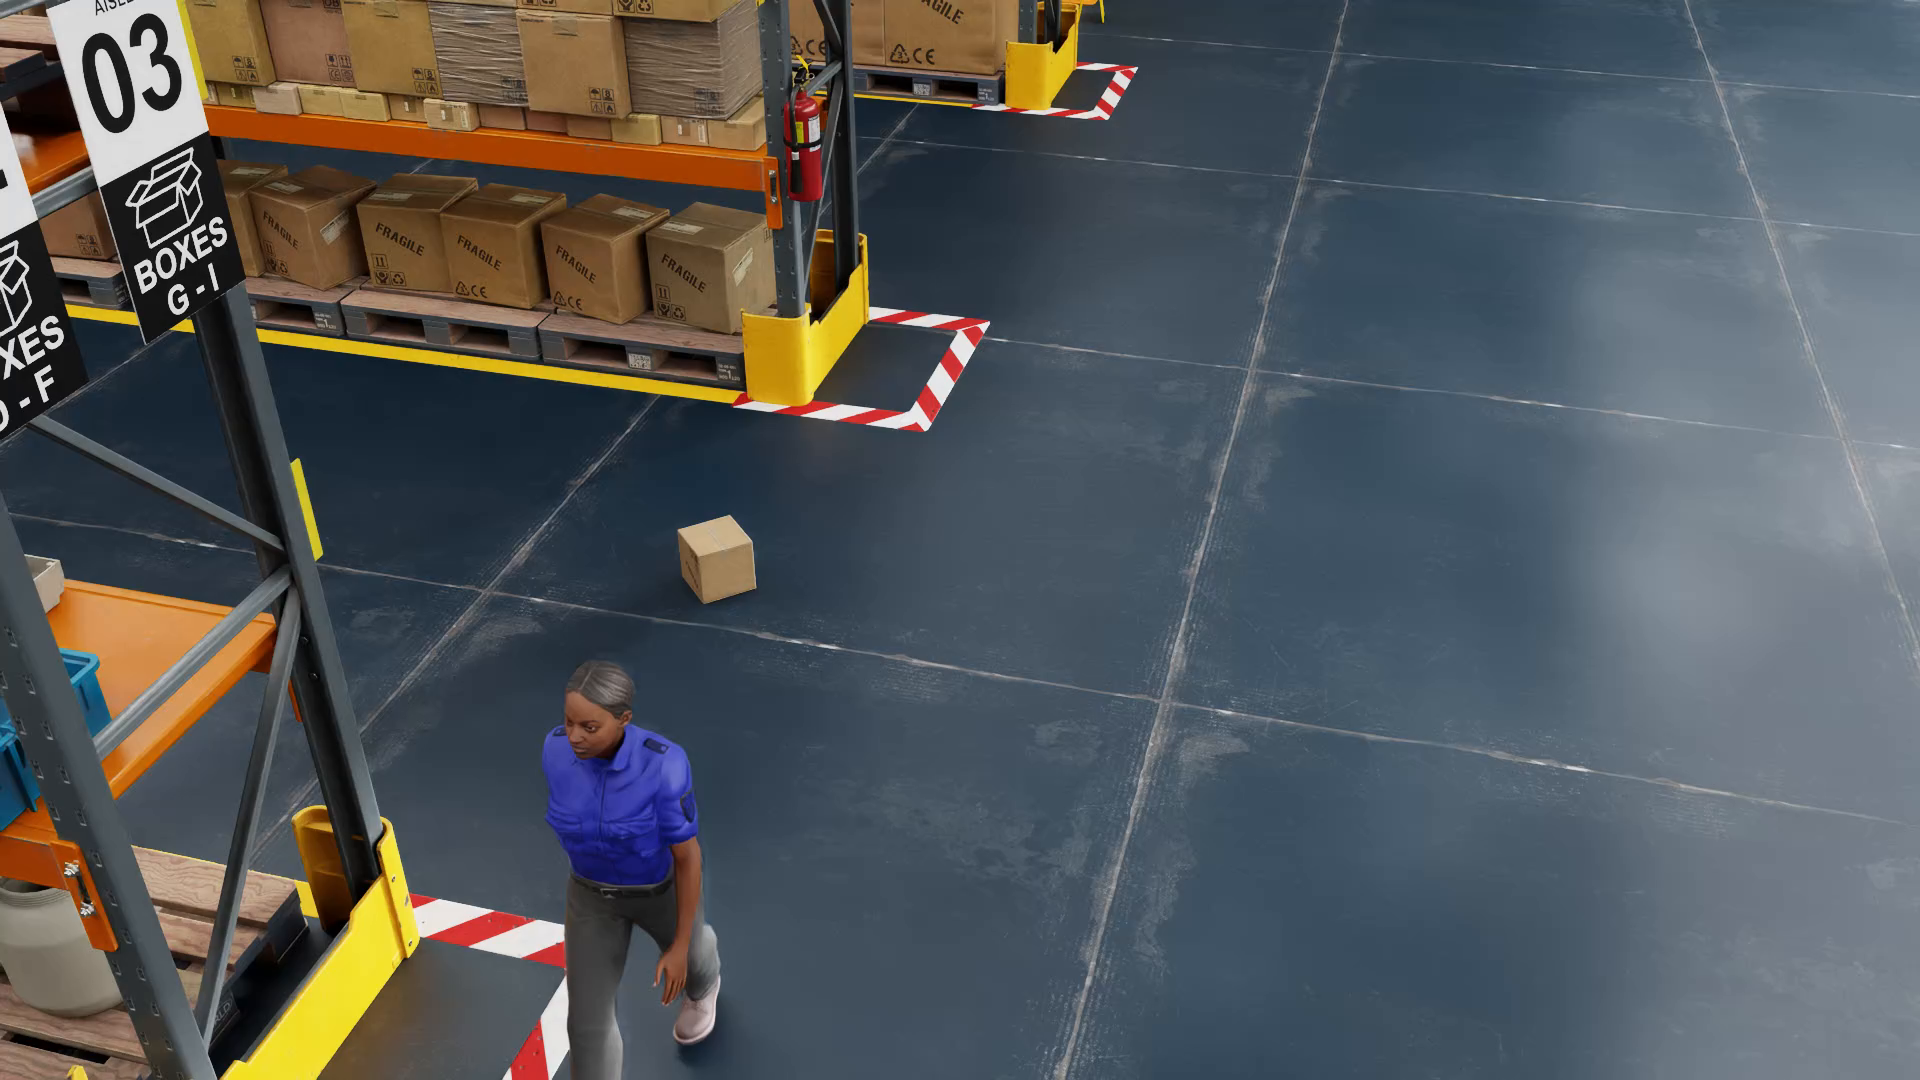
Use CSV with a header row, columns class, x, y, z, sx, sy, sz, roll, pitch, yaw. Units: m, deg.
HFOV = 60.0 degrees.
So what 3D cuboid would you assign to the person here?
class,x,y,z,sx,sy,sz,roll,pitch,yaw
person,-0.915,1.023,4.580,0.467,1.601,0.964,5,33,7
